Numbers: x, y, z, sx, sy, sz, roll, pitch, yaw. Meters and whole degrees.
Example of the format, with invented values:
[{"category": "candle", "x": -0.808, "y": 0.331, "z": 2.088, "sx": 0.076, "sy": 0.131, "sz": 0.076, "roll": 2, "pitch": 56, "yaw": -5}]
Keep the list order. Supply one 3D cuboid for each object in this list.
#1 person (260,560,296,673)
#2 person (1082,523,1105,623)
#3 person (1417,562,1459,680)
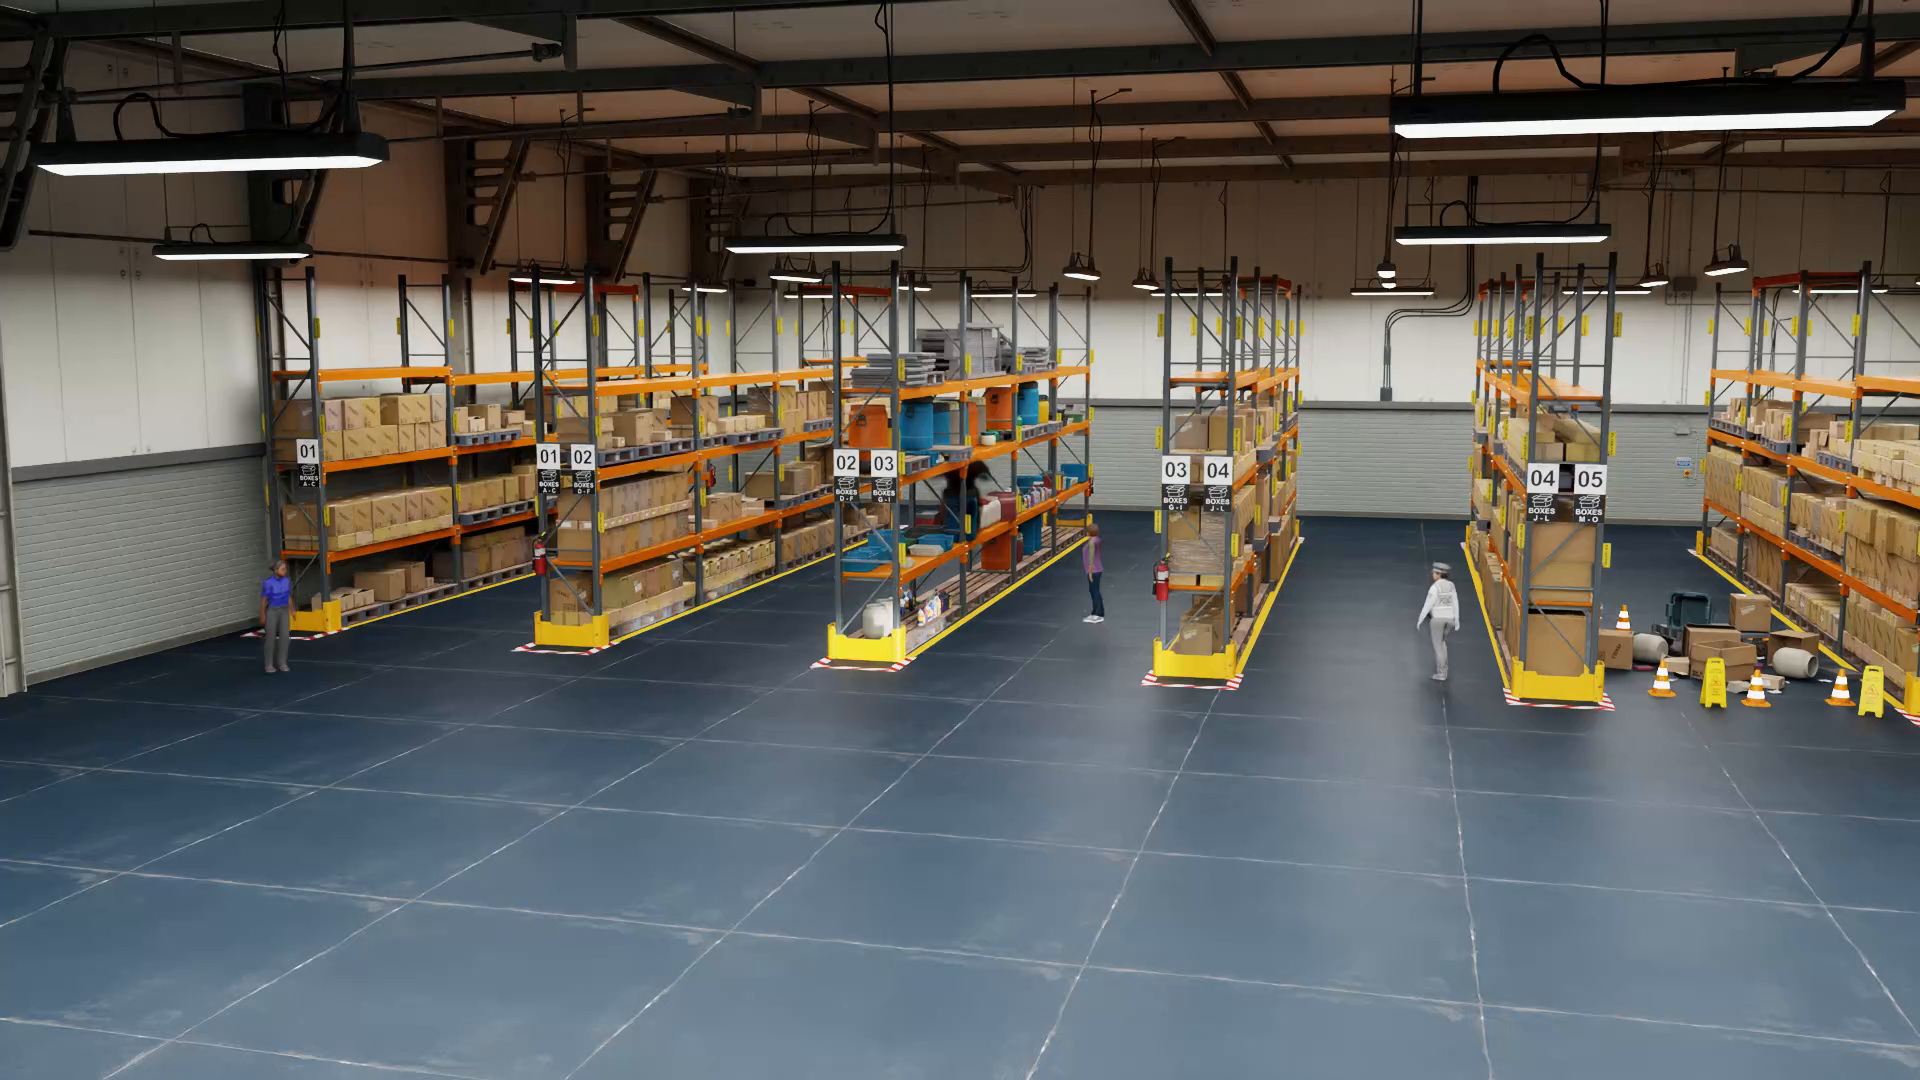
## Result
[{"category": "person", "x": -10.010, "y": 1.107, "z": 24.345, "sx": 0.391, "sy": 1.663, "sz": 0.498, "roll": 5, "pitch": 9, "yaw": 32}, {"category": "person", "x": 2.147, "y": 0.532, "z": 26.749, "sx": 0.369, "sy": 1.621, "sz": 0.473, "roll": 0, "pitch": 7, "yaw": 0}, {"category": "person", "x": 6.866, "y": 1.188, "z": 23.748, "sx": 0.605, "sy": 1.735, "sz": 0.459, "roll": -3, "pitch": 8, "yaw": -21}]
